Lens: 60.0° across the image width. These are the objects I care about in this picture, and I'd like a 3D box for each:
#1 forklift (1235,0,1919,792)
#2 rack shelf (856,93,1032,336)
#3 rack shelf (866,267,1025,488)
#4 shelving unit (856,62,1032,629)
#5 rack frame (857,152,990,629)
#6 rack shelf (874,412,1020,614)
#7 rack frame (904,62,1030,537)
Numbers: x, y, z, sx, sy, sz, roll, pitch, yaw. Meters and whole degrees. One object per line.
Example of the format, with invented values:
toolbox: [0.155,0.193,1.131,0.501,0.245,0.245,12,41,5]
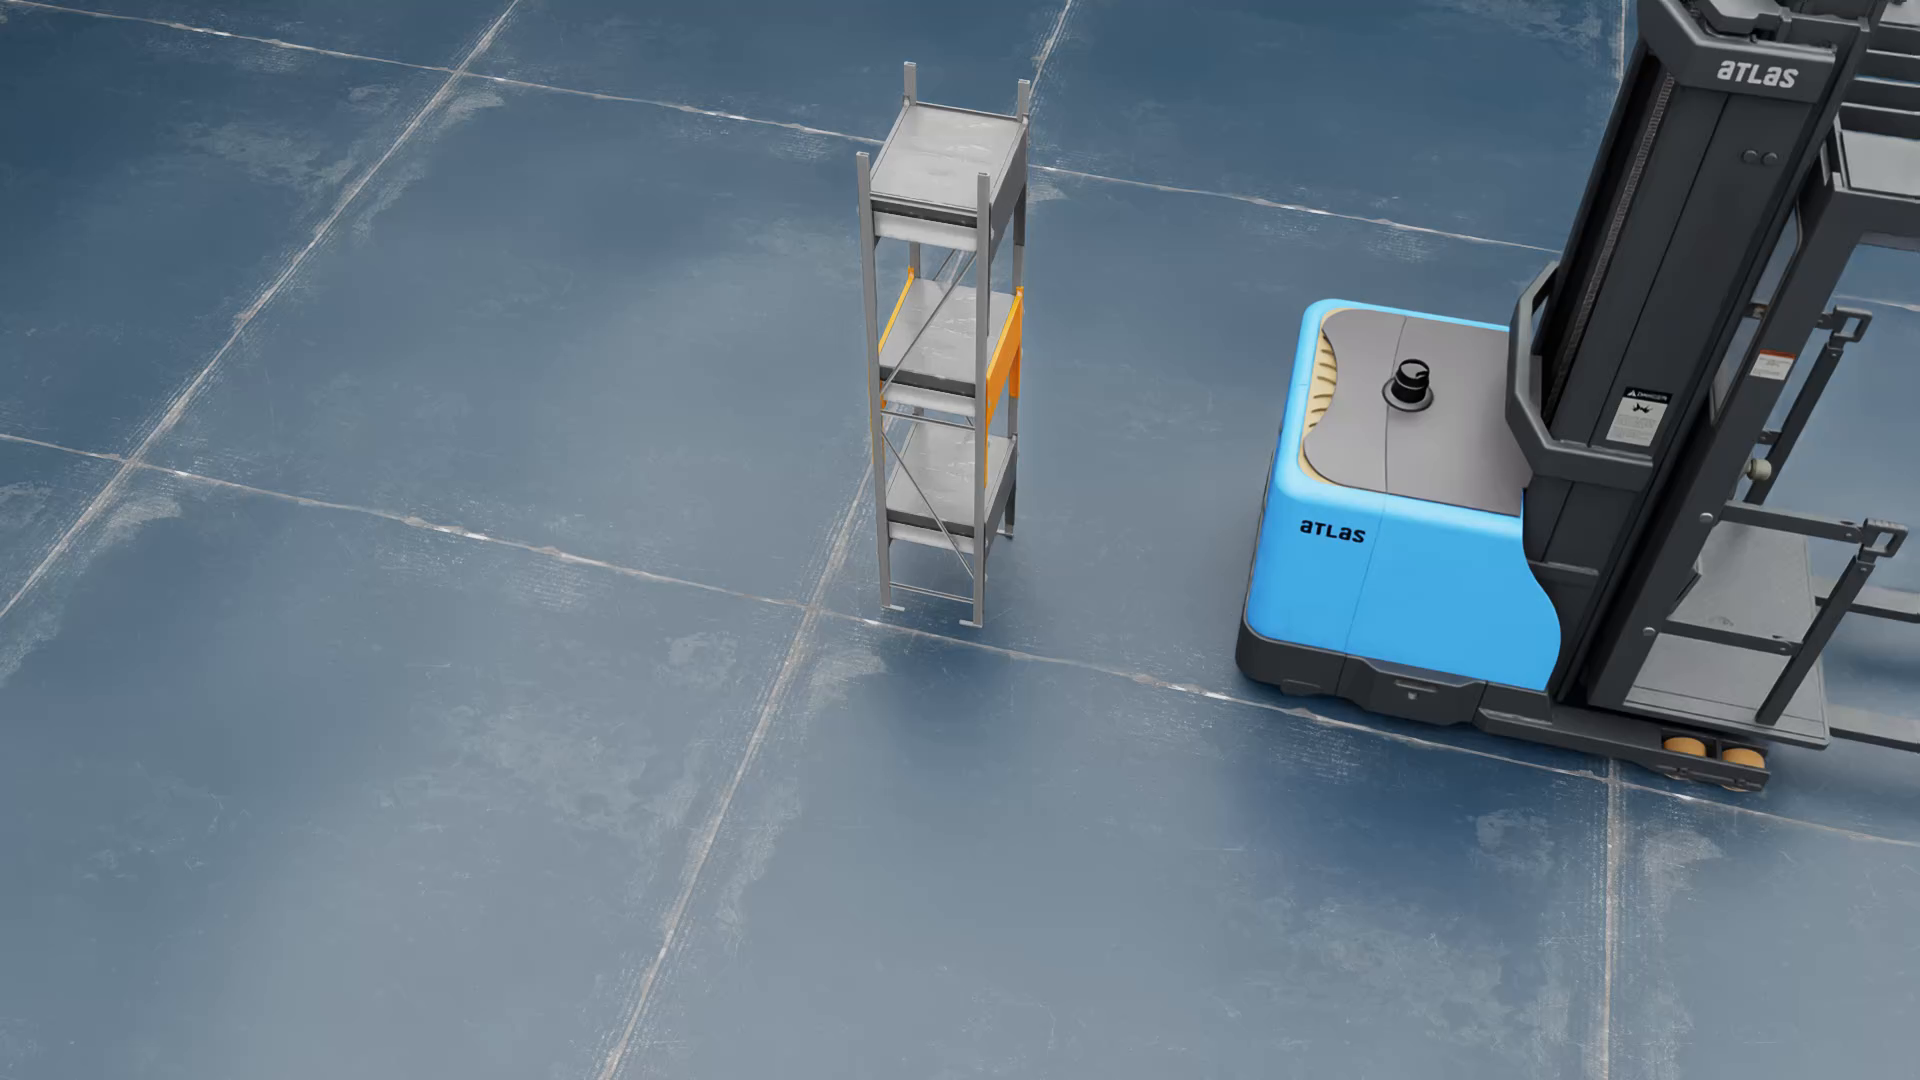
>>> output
forklift: [2.597,-0.525,5.177,3.031,2.935,1.130,11,49,9]
rack shelf: [-0.044,-1.029,5.261,0.431,0.518,0.480,12,50,10]
rack shelf: [-0.044,-0.566,5.786,0.431,0.518,0.480,12,50,10]
shelving unit: [-0.044,-0.575,5.776,0.431,2.100,0.503,12,50,10]
rack frame: [-0.108,-0.399,5.620,0.400,2.100,0.015,12,50,10]
rack shelf: [-0.044,-0.103,6.311,0.431,0.518,0.480,12,50,10]
rack frame: [0.021,-0.752,5.932,0.400,2.100,0.015,12,50,10]
